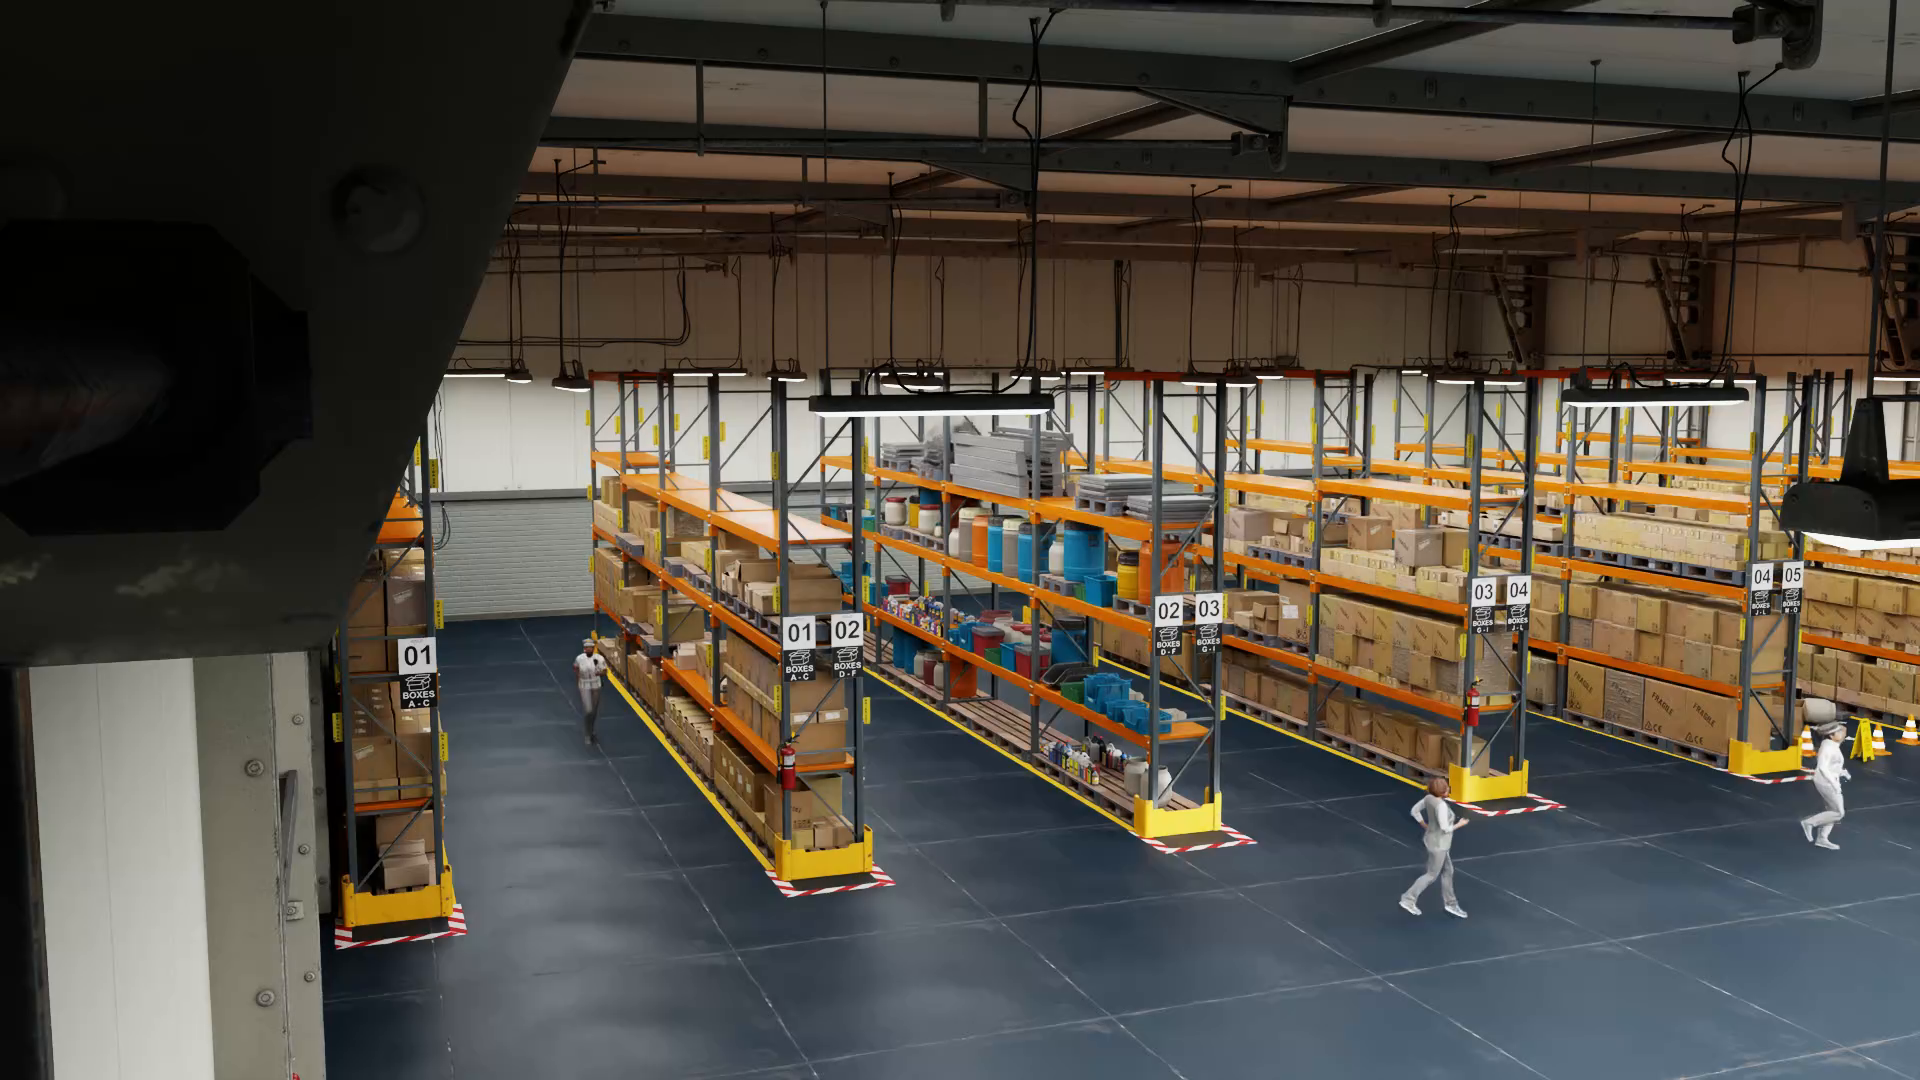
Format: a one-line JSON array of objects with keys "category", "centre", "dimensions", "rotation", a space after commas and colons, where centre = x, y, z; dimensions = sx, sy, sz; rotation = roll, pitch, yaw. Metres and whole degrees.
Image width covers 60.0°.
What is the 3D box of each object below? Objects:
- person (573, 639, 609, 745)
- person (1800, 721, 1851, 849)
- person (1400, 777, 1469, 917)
[{"category": "person", "centre": [-6.041, 2.468, 27.282], "dimensions": [0.546, 1.766, 0.756], "rotation": [-2, 7, -18]}, {"category": "person", "centre": [11.140, 3.134, 21.378], "dimensions": [0.588, 1.671, 0.610], "rotation": [2, 7, 20]}, {"category": "person", "centre": [5.321, 3.447, 18.595], "dimensions": [0.787, 1.623, 0.526], "rotation": [0, 6, 1]}]
